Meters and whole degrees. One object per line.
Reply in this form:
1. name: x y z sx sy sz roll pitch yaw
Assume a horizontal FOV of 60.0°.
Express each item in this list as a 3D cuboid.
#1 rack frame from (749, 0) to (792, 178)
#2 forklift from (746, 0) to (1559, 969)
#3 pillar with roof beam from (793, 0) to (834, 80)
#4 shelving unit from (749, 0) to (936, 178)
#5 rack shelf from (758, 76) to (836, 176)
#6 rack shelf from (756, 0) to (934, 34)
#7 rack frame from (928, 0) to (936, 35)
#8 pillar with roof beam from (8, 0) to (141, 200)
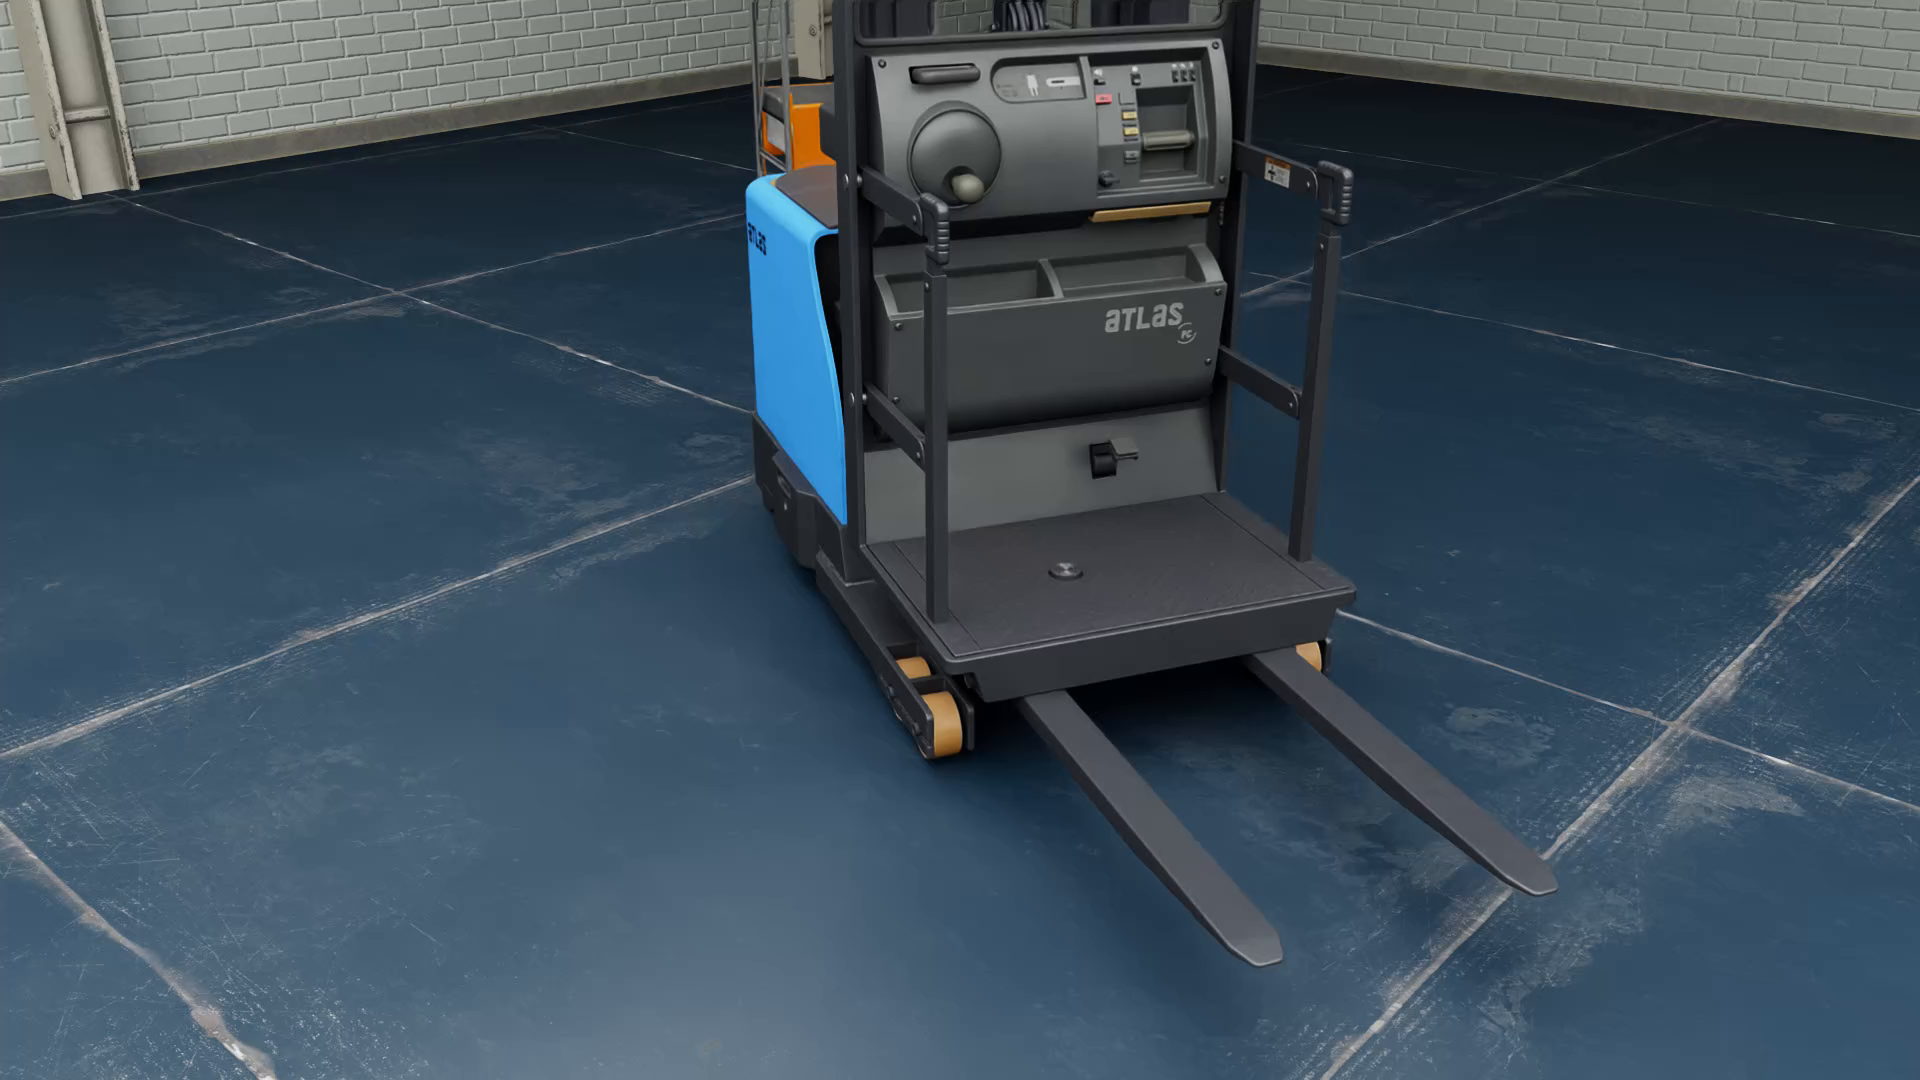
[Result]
1. rack frame: -0.608 -1.238 5.444 0.015 2.100 0.400 -9 26 -19
2. forklift: 0.315 -0.994 3.884 1.130 2.935 3.031 -9 26 -19
3. pillar with roof beam: 2.079 -6.834 9.492 9.100 9.000 0.400 20 31 38
4. shelving unit: -0.381 -1.274 5.525 0.503 2.100 0.431 -9 26 -19
5. rack shelf: -0.381 -1.262 5.531 0.480 0.518 0.431 -9 26 -19
6. rack shelf: -0.381 -1.900 5.245 0.480 0.518 0.431 -9 26 -19
7. rack frame: -0.154 -1.311 5.607 0.015 2.100 0.400 -9 26 -19
8. pillar with roof beam: -1.925 -5.006 5.415 9.100 9.000 0.400 20 31 38
